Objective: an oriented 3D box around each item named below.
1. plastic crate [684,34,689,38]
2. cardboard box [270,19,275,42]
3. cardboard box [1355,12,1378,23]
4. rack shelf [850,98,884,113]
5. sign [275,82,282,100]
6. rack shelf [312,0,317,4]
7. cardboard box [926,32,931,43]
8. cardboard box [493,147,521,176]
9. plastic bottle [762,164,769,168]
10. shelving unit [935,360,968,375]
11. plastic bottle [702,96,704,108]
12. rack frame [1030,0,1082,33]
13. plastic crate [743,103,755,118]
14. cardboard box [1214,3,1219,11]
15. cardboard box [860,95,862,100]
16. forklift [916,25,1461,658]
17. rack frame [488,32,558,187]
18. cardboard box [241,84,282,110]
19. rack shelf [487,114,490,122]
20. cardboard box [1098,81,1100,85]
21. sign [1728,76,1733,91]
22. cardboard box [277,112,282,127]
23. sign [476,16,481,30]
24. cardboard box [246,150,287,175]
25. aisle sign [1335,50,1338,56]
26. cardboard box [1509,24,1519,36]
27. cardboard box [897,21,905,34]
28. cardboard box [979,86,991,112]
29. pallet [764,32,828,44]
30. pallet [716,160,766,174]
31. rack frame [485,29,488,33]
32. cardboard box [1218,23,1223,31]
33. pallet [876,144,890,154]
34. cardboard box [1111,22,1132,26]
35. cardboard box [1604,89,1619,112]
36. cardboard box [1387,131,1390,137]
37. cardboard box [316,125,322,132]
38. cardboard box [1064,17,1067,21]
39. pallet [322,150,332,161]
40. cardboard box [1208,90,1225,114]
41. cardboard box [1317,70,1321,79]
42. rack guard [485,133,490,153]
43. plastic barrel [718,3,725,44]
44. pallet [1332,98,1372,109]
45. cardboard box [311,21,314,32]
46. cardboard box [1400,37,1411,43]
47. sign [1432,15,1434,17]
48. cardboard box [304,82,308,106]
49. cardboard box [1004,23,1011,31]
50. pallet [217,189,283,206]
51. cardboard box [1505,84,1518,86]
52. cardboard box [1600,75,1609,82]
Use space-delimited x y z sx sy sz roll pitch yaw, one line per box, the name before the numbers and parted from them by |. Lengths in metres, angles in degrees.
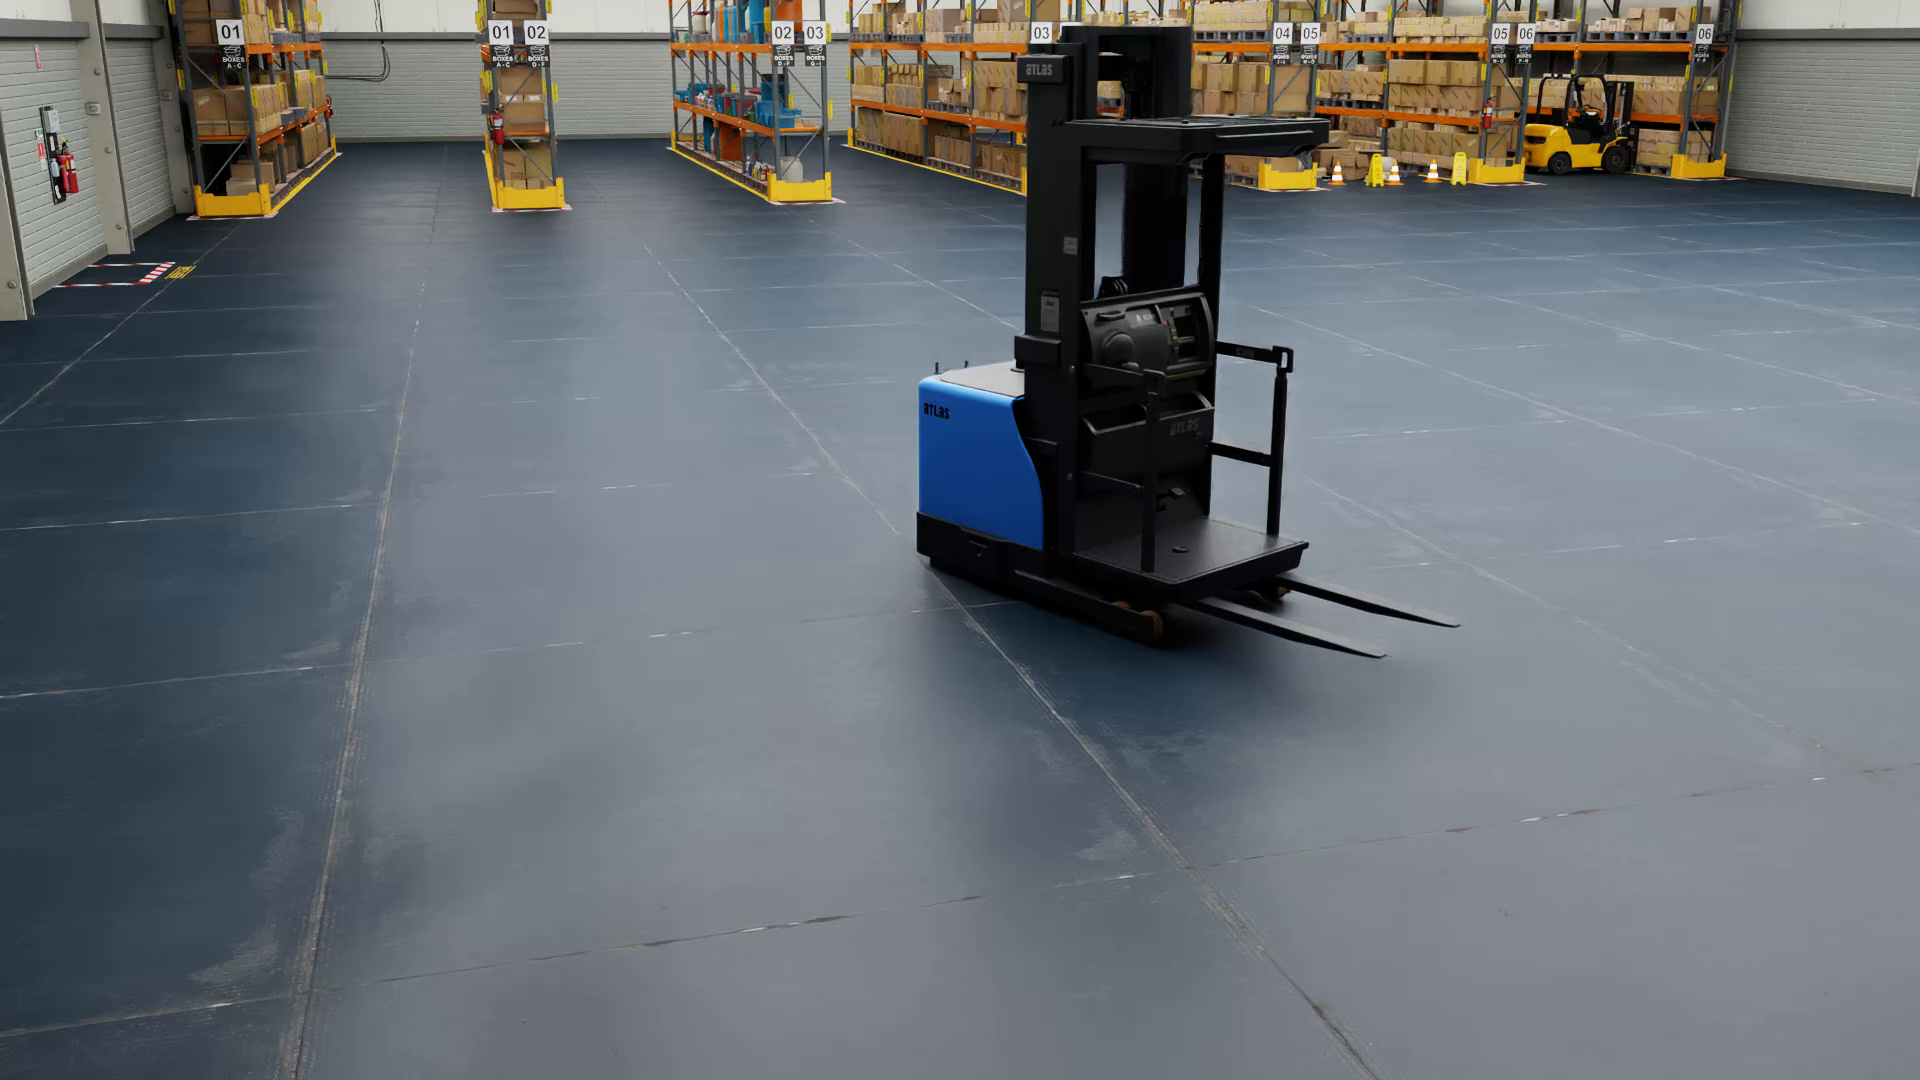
plastic crate | -6.800 -12.713 42.139 0.416 0.233 0.300 -5 17 -15
cardboard box | -14.402 -10.370 33.834 0.797 0.503 0.637 -2 17 -8
cardboard box | 9.663 -12.329 39.229 0.500 0.250 0.500 -4 17 -14
rack shelf | -2.030 -11.731 45.041 1.077 0.370 4.000 -5 17 -15
sign | -13.050 -8.594 31.843 0.100 0.325 0.005 -5 17 -15
rack shelf | -16.318 -13.237 40.324 1.077 0.370 4.000 -5 17 -15
cardboard box | -0.497 -11.630 38.502 0.500 0.250 0.500 -4 17 -14
cardboard box | -8.431 -7.064 31.001 0.500 0.500 0.500 -5 17 -15
plastic bottle | -3.917 -7.417 33.398 0.152 0.276 0.135 -5 17 -15
shelving unit | -0.015 -0.518 9.850 0.215 1.050 0.252 -5 17 -15
plastic bottle | -6.163 -10.593 40.217 0.152 0.276 0.135 -5 17 -15
rack frame | 1.817 -11.076 31.182 1.000 3.000 0.127 -5 17 -15
plastic crate | -4.022 -8.733 33.919 0.767 0.338 0.504 -5 17 -15
cardboard box | 5.570 -11.211 34.993 0.380 0.149 0.250 -5 17 -15
cardboard box | -2.515 -12.100 45.456 0.380 0.149 0.250 -5 17 -16
forklift | 1.111 -1.054 8.365 1.130 2.935 3.031 -15 22 -40
rack frame | -7.708 -7.421 29.442 1.000 3.000 0.127 -5 17 -15
cardboard box | -14.034 -8.871 33.332 0.700 0.500 0.500 -2 17 -8
rack shelf | -10.457 -9.842 38.754 1.077 0.370 4.000 -5 17 -15
cardboard box | 3.624 -11.460 41.563 0.380 0.149 0.250 -4 17 -14
sign | 16.653 -9.874 35.968 0.100 0.325 0.005 -5 17 -15
cardboard box | -13.148 -7.965 31.480 0.500 0.250 0.500 -5 17 -15
sign | -11.526 -12.379 39.836 0.100 0.325 0.005 -5 17 -15
cardboard box | -14.080 -7.633 33.731 0.700 0.500 0.500 -4 17 -15
aisle sign | 11.419 -15.046 50.309 0.394 0.787 0.004 -5 17 -15
cardboard box | 11.464 -10.654 34.734 0.500 0.250 0.500 -5 17 -16
cardboard box | -1.265 -12.806 41.583 0.500 0.311 0.500 -5 18 -17
cardboard box | 0.886 -9.229 34.771 0.875 0.500 0.500 -5 17 -15
pallet | -3.078 -9.394 31.125 1.003 0.211 1.213 -5 17 -15
pallet | -4.968 -8.471 37.786 1.003 0.211 1.213 -5 17 -15
rack frame | -8.808 -11.400 32.262 1.000 3.000 0.127 -5 17 -15
cardboard box | 5.640 -10.759 34.874 0.380 0.149 0.250 -5 17 -15
pallet | -1.614 -10.403 44.218 1.003 0.211 1.213 -5 17 -15
cardboard box | 4.014 -12.402 40.638 0.500 0.500 0.500 -5 17 -15
cardboard box | 15.188 -10.108 38.214 0.500 0.500 0.500 -5 17 -16
cardboard box | 12.384 -11.666 47.799 0.380 0.149 0.250 -5 18 -17
cardboard box | -15.937 -10.130 40.950 0.380 0.149 0.250 -5 17 -17
cardboard box | 2.967 -13.746 43.985 0.380 0.149 0.250 -6 18 -18
pallet | -16.241 -9.566 41.432 1.003 0.211 1.213 -5 17 -15
cardboard box | 5.836 -9.335 35.554 0.875 0.550 0.550 -5 17 -15
cardboard box | 9.048 -11.448 41.428 0.500 0.500 0.500 -5 17 -17
rack guard | -12.085 -10.628 44.465 1.175 0.500 0.348 -5 17 -15
plastic barrel | -4.947 -11.241 36.200 0.600 0.830 0.708 -5 17 -15
pallet | 9.731 -10.563 40.236 1.003 0.211 1.213 -5 17 -15
cardboard box | -15.979 -12.456 40.349 0.500 0.250 0.500 -5 17 -17
cardboard box | 10.112 -11.226 37.334 0.380 0.149 0.250 -5 17 -15
sign | 10.766 -11.822 37.981 0.100 0.325 0.005 -5 17 -15
cardboard box | -14.977 -10.022 37.375 0.500 0.500 0.500 -4 17 -14
cardboard box | 1.091 -10.171 32.952 0.380 0.149 0.250 -6 18 -18
pallet | -13.012 -6.278 30.484 1.003 0.211 1.213 -5 17 -15
cardboard box | 14.069 -11.333 41.859 0.500 0.250 0.500 -5 17 -17
cardboard box | 15.030 -10.661 38.411 0.380 0.149 0.250 -4 17 -14
